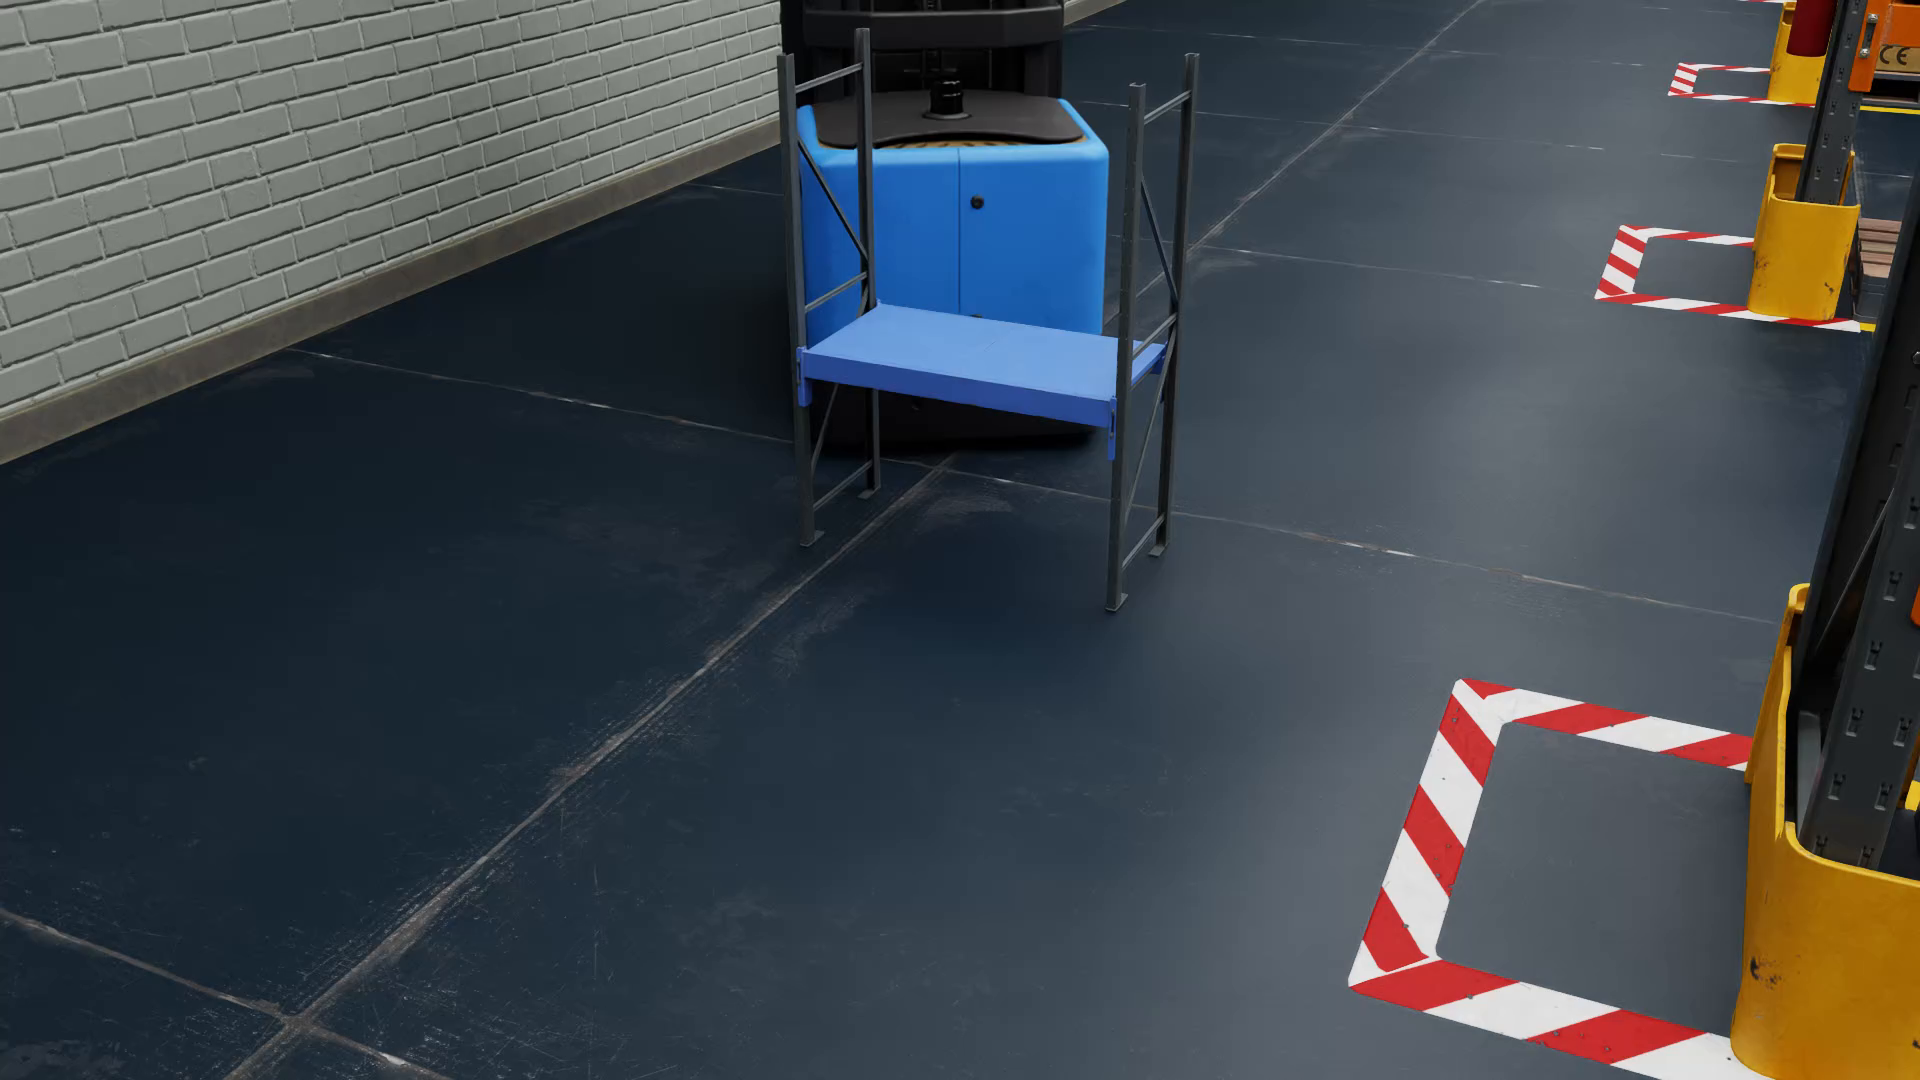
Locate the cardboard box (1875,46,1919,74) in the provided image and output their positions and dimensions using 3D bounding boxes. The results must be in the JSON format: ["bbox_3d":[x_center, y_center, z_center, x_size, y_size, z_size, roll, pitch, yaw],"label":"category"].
[{"bbox_3d":[6.528,-3.685,11.268,0.875,0.875,0.875,11,28,22],"label":"cardboard box"}]

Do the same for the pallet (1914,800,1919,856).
[{"bbox_3d":[2.604,0.859,3.267,1.213,0.211,1.003,11,28,22],"label":"pallet"}]

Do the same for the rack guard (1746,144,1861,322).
[{"bbox_3d":[3.835,-1.421,7.569,0.348,0.500,1.175,11,28,22],"label":"rack guard"}]

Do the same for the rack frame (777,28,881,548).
[{"bbox_3d":[-0.385,-0.750,5.076,0.032,1.500,0.500,11,28,22],"label":"rack frame"}]

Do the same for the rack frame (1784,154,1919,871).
[{"bbox_3d":[1.808,-0.552,2.975,0.127,3.000,1.000,11,28,22],"label":"rack frame"}]

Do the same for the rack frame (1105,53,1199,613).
[{"bbox_3d":[0.540,-0.564,4.698,0.032,1.500,0.500,11,28,22],"label":"rack frame"}]

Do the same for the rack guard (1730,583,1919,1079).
[{"bbox_3d":[1.878,0.584,3.499,0.348,0.500,1.175,11,28,22],"label":"rack guard"}]

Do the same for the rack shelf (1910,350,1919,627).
[{"bbox_3d":[3.629,0.137,2.391,4.000,0.370,1.077,11,28,22],"label":"rack shelf"}]

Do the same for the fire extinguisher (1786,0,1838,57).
[{"bbox_3d":[3.913,-2.551,7.545,0.183,0.674,0.296,11,28,22],"label":"fire extinguisher"}]

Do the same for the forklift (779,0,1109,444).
[{"bbox_3d":[-0.174,-2.268,6.538,1.130,2.935,3.031,-3,26,-6],"label":"forklift"}]

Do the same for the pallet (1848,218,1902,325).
[{"bbox_3d":[4.597,-1.125,7.297,1.213,0.211,1.003,11,28,22],"label":"pallet"}]

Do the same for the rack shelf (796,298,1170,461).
[{"bbox_3d":[0.078,-0.496,4.966,1.000,0.185,0.538,11,28,22],"label":"rack shelf"}]

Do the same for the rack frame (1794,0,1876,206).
[{"bbox_3d":[3.862,-2.543,7.019,0.127,3.000,1.000,11,28,22],"label":"rack frame"}]

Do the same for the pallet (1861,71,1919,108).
[{"bbox_3d":[6.673,-3.169,11.447,1.213,0.211,1.003,11,28,22],"label":"pallet"}]

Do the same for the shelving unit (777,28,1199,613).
[{"bbox_3d":[0.078,-0.657,4.887,1.048,1.500,0.538,11,28,22],"label":"shelving unit"}]

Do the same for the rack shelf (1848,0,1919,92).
[{"bbox_3d":[5.683,-1.854,6.435,4.000,0.370,1.077,11,28,22],"label":"rack shelf"}]

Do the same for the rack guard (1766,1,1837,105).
[{"bbox_3d":[5.891,-3.417,11.625,0.348,0.500,1.175,11,28,22],"label":"rack guard"}]
